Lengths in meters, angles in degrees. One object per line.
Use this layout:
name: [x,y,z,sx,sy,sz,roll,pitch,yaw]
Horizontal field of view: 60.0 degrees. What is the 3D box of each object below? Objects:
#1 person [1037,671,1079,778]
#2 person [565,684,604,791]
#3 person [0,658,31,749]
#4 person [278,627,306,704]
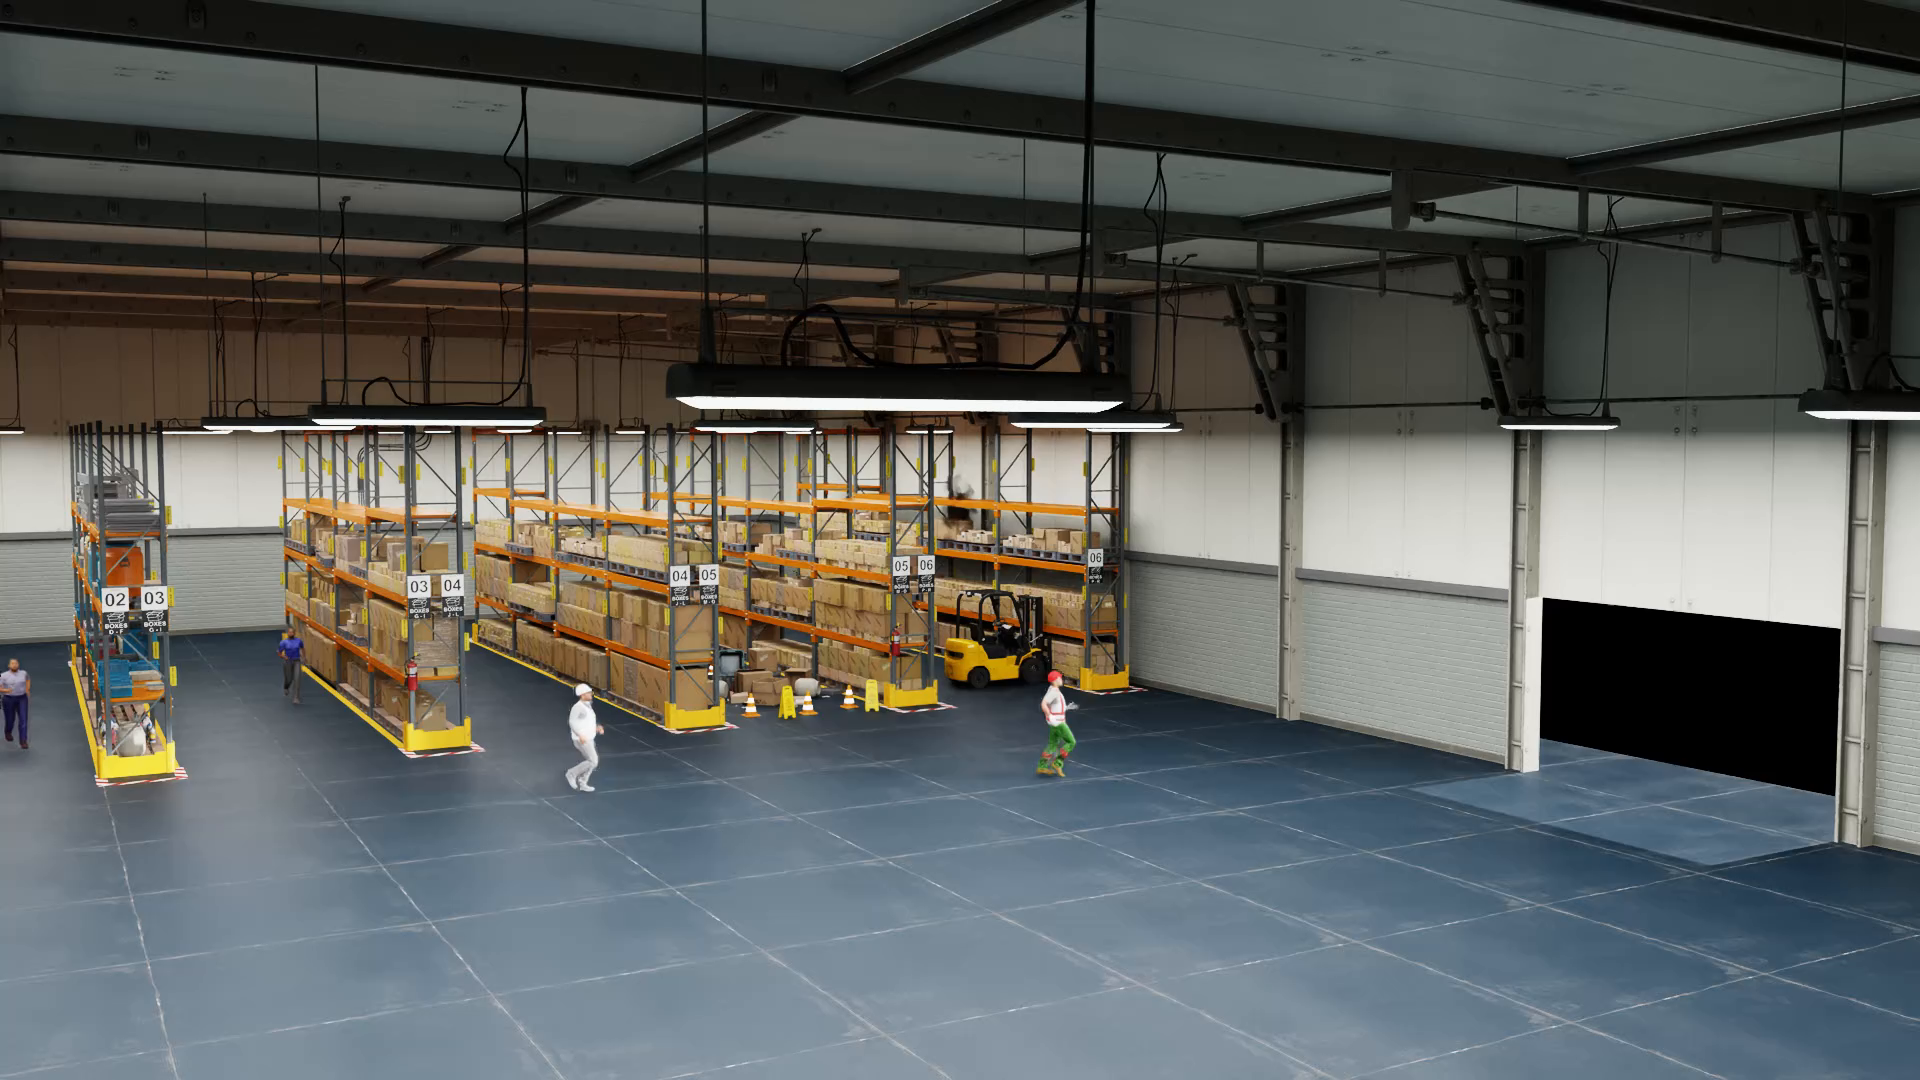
person: [1.650,3.098,27.989,0.709,1.792,0.641,0,4,-3]
person: [-6.078,3.195,26.899,0.576,1.743,0.676,0,4,-1]
person: [-17.422,2.993,30.658,0.606,1.648,0.924,-3,5,-41]
person: [-14.397,2.689,35.886,0.595,1.623,0.934,-2,4,-31]
